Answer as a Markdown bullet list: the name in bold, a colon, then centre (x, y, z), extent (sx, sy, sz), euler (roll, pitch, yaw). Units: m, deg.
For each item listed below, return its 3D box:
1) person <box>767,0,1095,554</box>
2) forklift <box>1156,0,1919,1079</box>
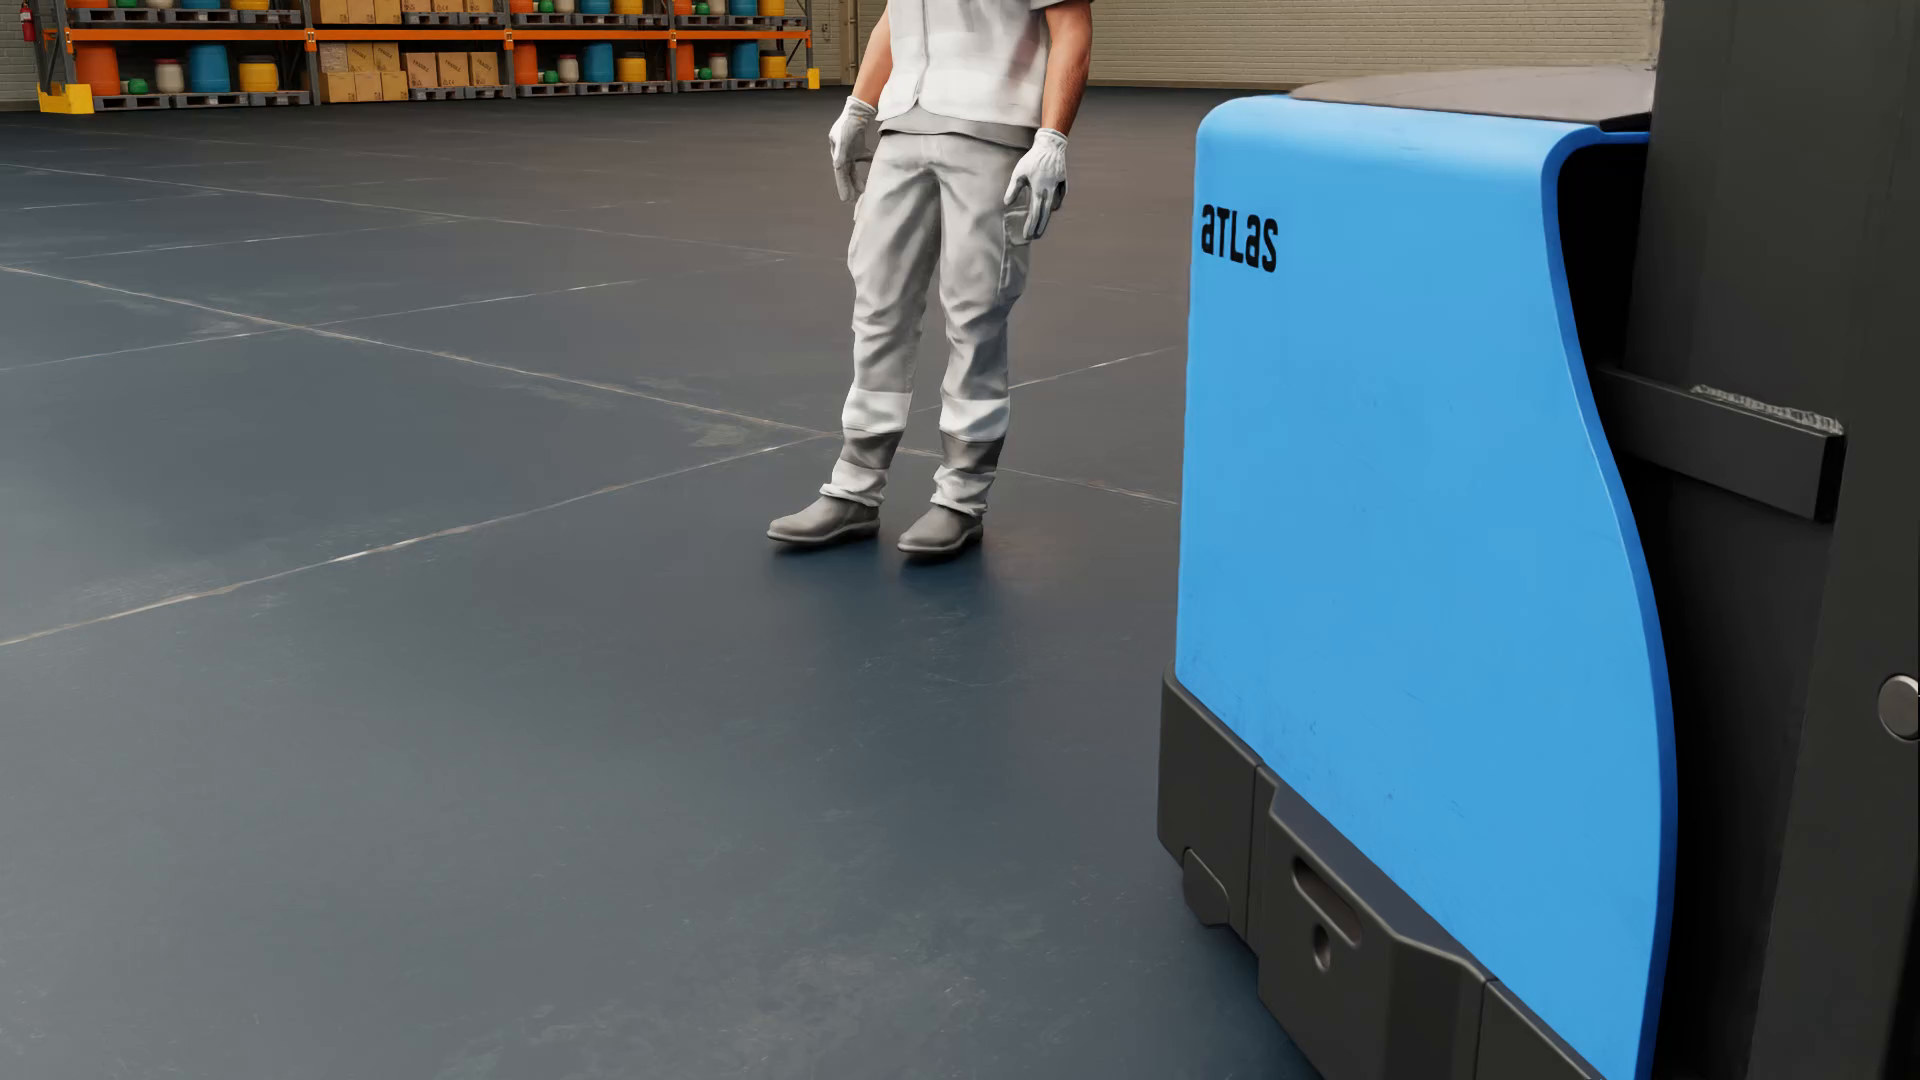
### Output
- **person**: centre (-0.061, -0.848, 3.629), extent (0.637, 1.787, 0.564), euler (13, 21, 37)
- **forklift**: centre (1.161, -0.558, 0.735), extent (1.130, 2.935, 3.031), euler (-5, 17, -15)
